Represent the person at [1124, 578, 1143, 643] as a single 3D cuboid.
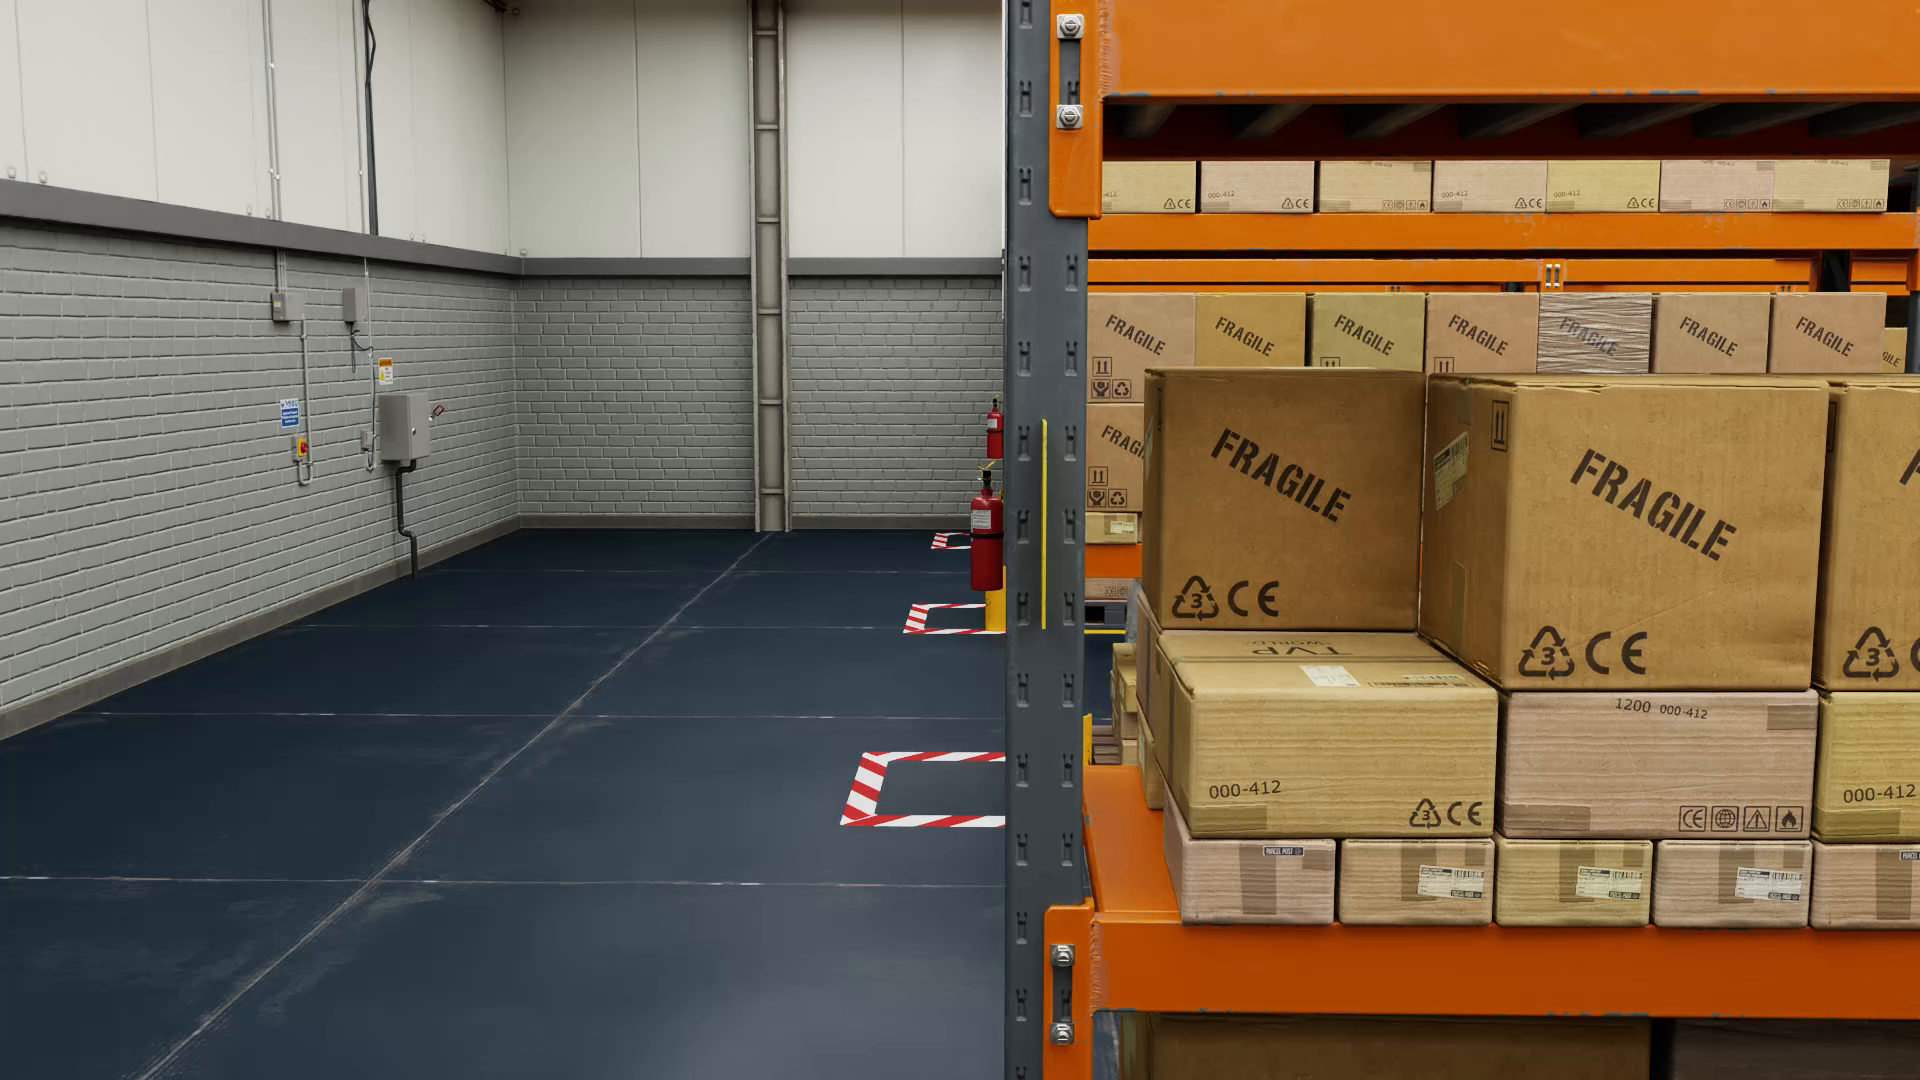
[{"bbox_3d":[1.378,-0.084,11.828,0.572,1.768,0.494,0,7,1],"label":"person"}]
